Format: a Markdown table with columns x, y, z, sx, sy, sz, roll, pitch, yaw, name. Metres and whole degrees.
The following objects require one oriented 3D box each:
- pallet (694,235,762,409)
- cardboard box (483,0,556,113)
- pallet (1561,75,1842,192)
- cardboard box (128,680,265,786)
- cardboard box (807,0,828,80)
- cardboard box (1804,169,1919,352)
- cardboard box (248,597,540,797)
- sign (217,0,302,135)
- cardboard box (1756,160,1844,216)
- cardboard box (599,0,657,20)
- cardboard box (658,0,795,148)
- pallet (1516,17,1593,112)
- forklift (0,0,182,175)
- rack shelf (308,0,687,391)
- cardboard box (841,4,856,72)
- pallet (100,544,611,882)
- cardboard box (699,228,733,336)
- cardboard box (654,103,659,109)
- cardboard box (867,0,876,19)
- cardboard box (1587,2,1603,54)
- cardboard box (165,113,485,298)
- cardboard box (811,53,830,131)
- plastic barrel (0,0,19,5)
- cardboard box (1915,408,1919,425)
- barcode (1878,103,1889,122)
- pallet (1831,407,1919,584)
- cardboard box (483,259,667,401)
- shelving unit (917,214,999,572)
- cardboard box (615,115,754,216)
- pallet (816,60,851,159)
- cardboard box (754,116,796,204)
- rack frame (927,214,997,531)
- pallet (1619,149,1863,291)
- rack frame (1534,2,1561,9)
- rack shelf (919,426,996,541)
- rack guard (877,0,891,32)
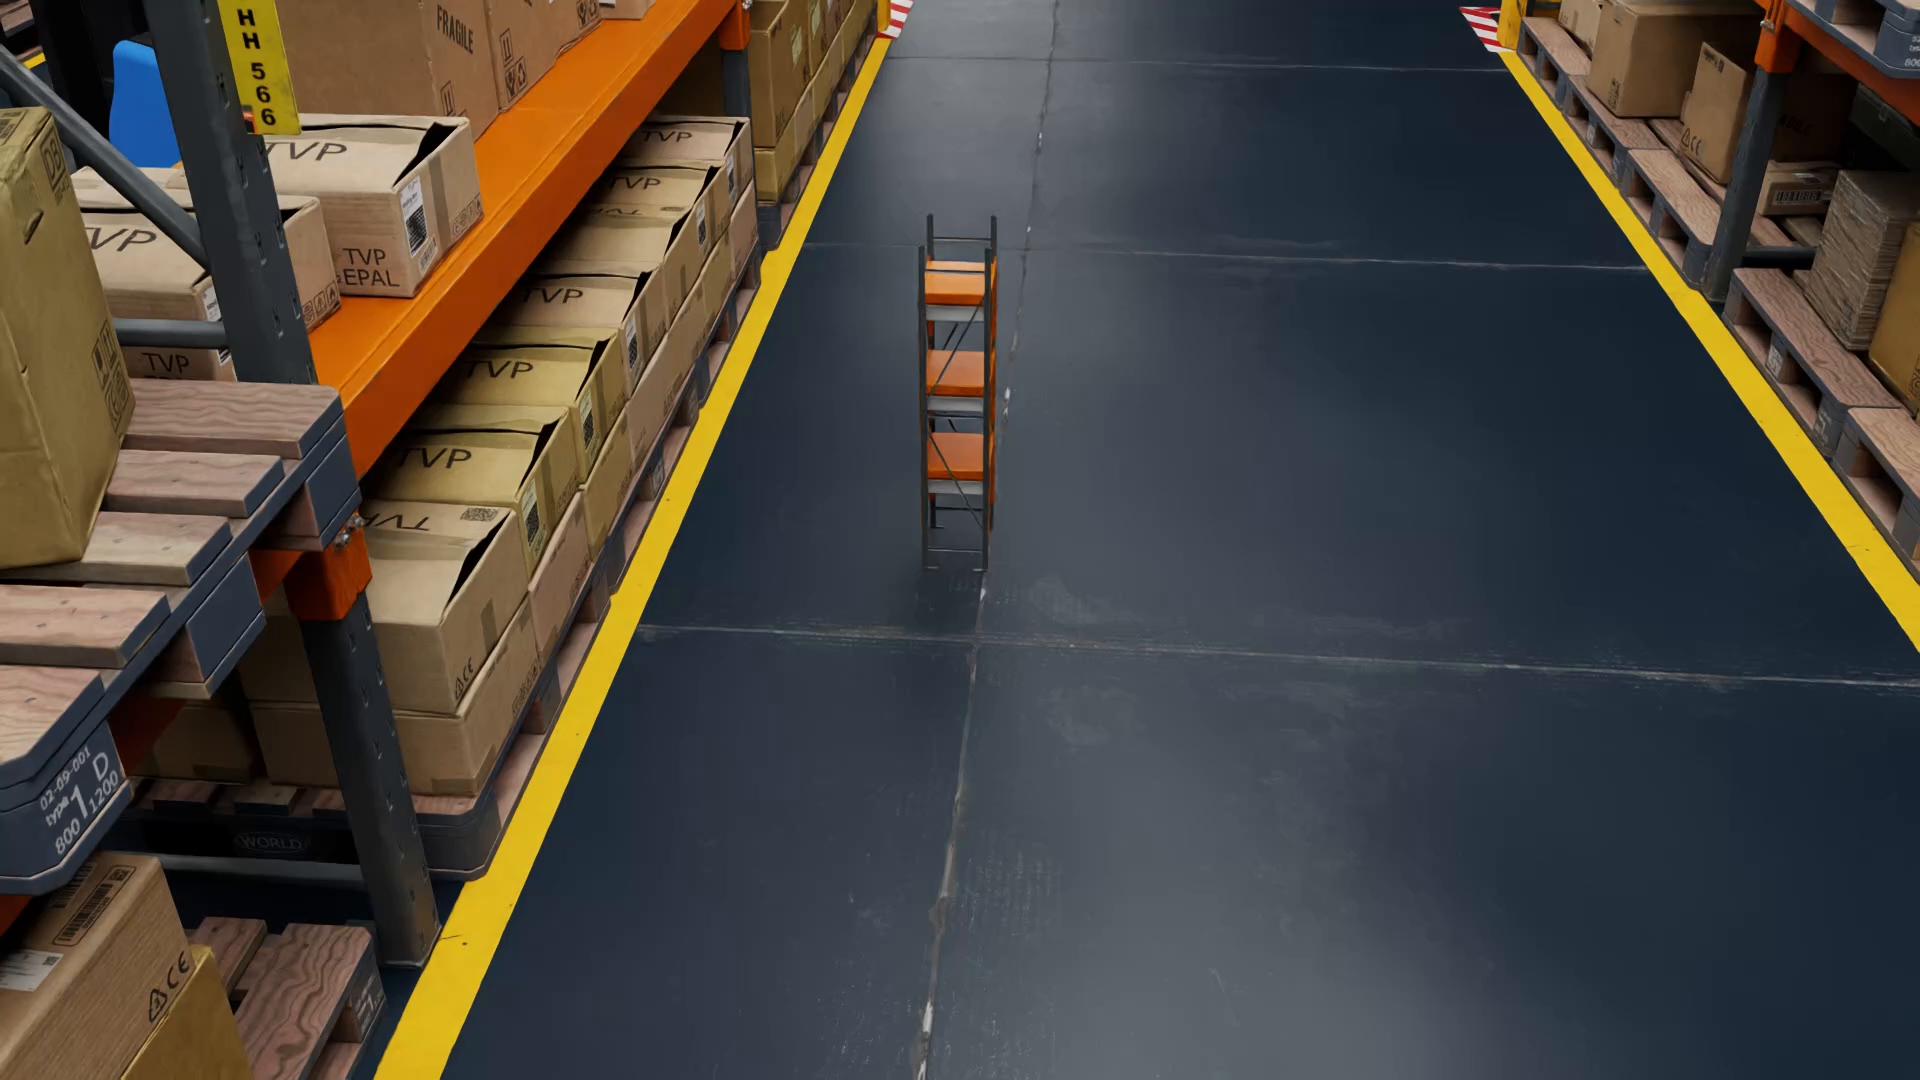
| x | y | z | sx | sy | sz | roll | pitch | yaw | name |
| --- | --- | --- | --- | --- | --- | --- | --- | --- | --- |
| -1.382 | -0.891 | 6.495 | 1.003 | 0.211 | 1.213 | 2 | 32 | 4 | pallet |
| -1.523 | -1.570 | 4.843 | 0.500 | 0.500 | 0.500 | 3 | 32 | 4 | cardboard box |
| 3.693 | -2.061 | 8.393 | 1.003 | 0.211 | 1.213 | 2 | 32 | 4 | pallet |
| -1.886 | 0.332 | 4.072 | 0.500 | 0.250 | 0.500 | 3 | 32 | 5 | cardboard box |
| -0.929 | -2.545 | 8.026 | 0.500 | 0.500 | 0.500 | 2 | 32 | 4 | cardboard box |
| 3.534 | -0.993 | 5.966 | 0.700 | 0.500 | 0.500 | 3 | 32 | 6 | cardboard box |
| -1.351 | 0.357 | 4.033 | 0.500 | 0.250 | 0.500 | 2 | 32 | 4 | cardboard box |
| -1.145 | -0.815 | 2.685 | 0.100 | 0.325 | 0.005 | 2 | 32 | 4 | sign |
| 3.591 | -1.518 | 7.135 | 0.380 | 0.166 | 0.250 | -2 | 32 | -2 | cardboard box |
| -1.249 | -1.941 | 5.668 | 0.396 | 0.266 | 0.258 | 2 | 32 | 3 | cardboard box |
| -1.011 | -2.022 | 7.178 | 0.500 | 0.500 | 0.500 | 2 | 32 | 4 | cardboard box |
| 3.795 | -2.697 | 9.426 | 1.003 | 0.211 | 1.213 | 2 | 32 | 4 | pallet |
| -3.432 | -2.638 | 6.736 | 3.031 | 2.935 | 1.130 | 22 | 38 | 31 | forklift |
| -1.523 | -1.197 | 4.832 | 0.919 | 0.124 | 3.809 | 2 | 32 | 4 | rack shelf |
| -0.852 | -2.749 | 9.072 | 0.500 | 0.250 | 0.500 | 2 | 32 | 4 | cardboard box |
| -1.580 | 0.384 | 4.425 | 1.003 | 0.211 | 1.213 | 2 | 32 | 4 | pallet |
| -1.148 | -0.980 | 6.202 | 0.500 | 0.250 | 0.500 | 2 | 32 | 3 | cardboard box |
| -1.488 | -2.306 | 7.638 | 0.500 | 0.500 | 0.500 | 2 | 32 | 4 | cardboard box |
| -0.784 | -3.272 | 9.921 | 0.500 | 0.250 | 0.500 | 2 | 32 | 4 | cardboard box |
| 3.710 | -2.734 | 8.971 | 0.500 | 0.311 | 0.500 | 5 | 32 | 8 | cardboard box |
| -1.420 | -0.795 | 3.766 | 0.500 | 0.311 | 0.500 | 2 | 32 | 3 | cardboard box |
| -0.929 | -2.226 | 8.223 | 0.500 | 0.250 | 0.500 | 2 | 32 | 4 | cardboard box |
| -5.949 | -3.543 | 10.111 | 0.421 | 0.512 | 0.421 | 0 | 32 | 0 | plastic barrel |
| 3.460 | -0.456 | 5.094 | 0.700 | 0.500 | 0.500 | 3 | 32 | 5 | cardboard box |
| 3.860 | -1.787 | 6.949 | 0.001 | 0.075 | 0.075 | 2 | 32 | 4 | barcode |
| 3.418 | -0.022 | 5.084 | 1.003 | 0.211 | 1.213 | 2 | 32 | 4 | pallet |
| -1.231 | -0.693 | 5.201 | 0.500 | 0.311 | 0.500 | 2 | 32 | 3 | cardboard box |
| -0.004 | -0.419 | 4.929 | 0.215 | 1.050 | 0.252 | 2 | 32 | 4 | shelving unit |
| -1.108 | -1.488 | 6.492 | 0.500 | 0.311 | 0.500 | 2 | 32 | 4 | cardboard box |
| -1.157 | -2.332 | 8.833 | 1.003 | 0.211 | 1.213 | 2 | 32 | 4 | pallet |
| -1.021 | -1.703 | 7.375 | 0.500 | 0.250 | 0.500 | 2 | 32 | 4 | cardboard box |
| 0.006 | -0.483 | 5.033 | 0.200 | 1.050 | 0.008 | 2 | 32 | 4 | rack frame |
| 3.596 | -1.421 | 7.355 | 1.003 | 0.211 | 1.213 | 2 | 32 | 4 | pallet |
| 3.899 | -4.348 | 9.446 | 0.949 | 2.616 | 0.053 | 2 | 32 | 4 | rack frame |
| -0.004 | -0.173 | 5.081 | 0.215 | 0.259 | 0.240 | 2 | 32 | 4 | rack shelf |
| -1.033 | -3.505 | 10.462 | 1.175 | 0.500 | 0.348 | 2 | 32 | 4 | rack guard |
